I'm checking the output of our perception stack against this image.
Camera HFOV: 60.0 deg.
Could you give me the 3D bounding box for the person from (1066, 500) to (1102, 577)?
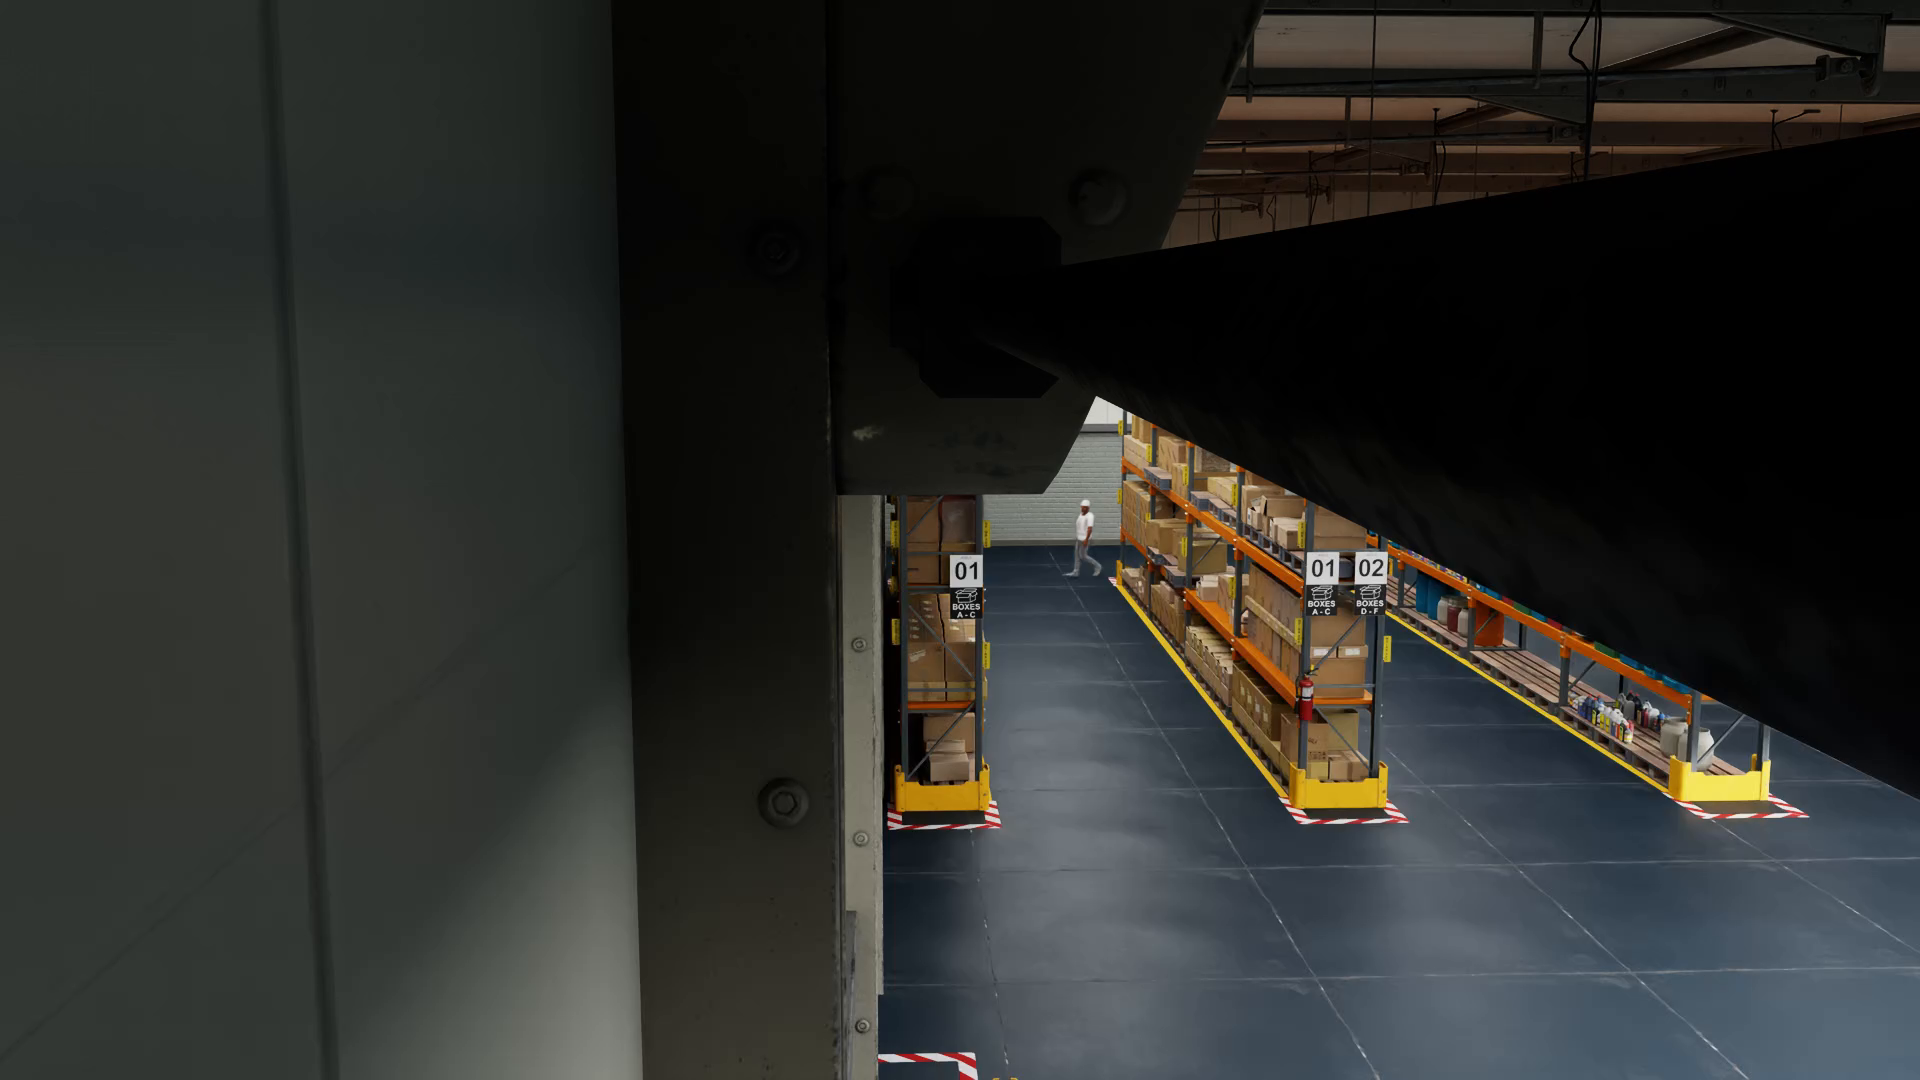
[{"bbox_3d":[2.791,-0.026,37.260,0.805,1.758,0.597,-1,8,-6],"label":"person"}]
